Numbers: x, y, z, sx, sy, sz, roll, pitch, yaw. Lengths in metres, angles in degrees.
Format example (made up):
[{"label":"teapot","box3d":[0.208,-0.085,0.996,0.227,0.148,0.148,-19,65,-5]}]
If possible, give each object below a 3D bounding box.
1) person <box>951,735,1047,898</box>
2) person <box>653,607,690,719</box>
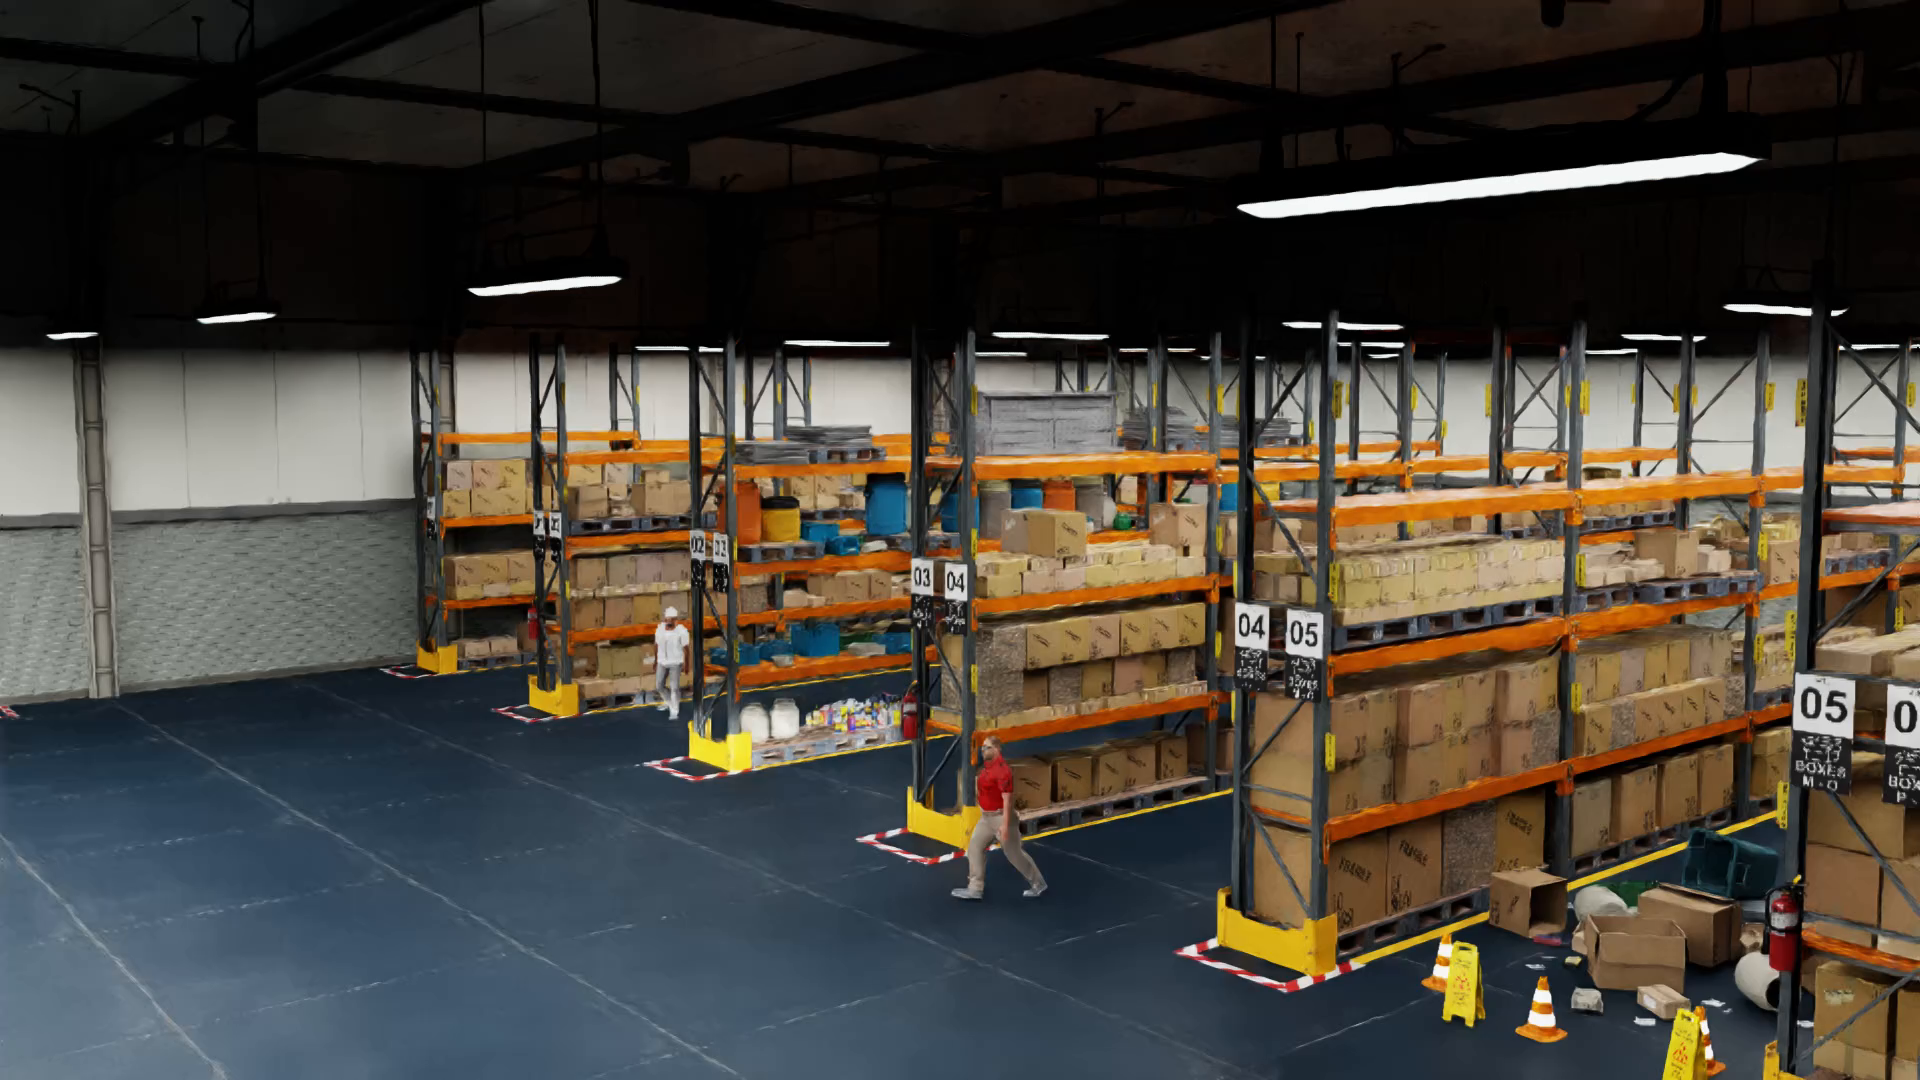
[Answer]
[{"label":"person","box3d":[0.420,2.782,16.671,0.950,1.677,0.568,-2,6,-23]},{"label":"person","box3d":[-4.486,1.899,25.890,0.616,1.759,0.571,1,5,14]}]
